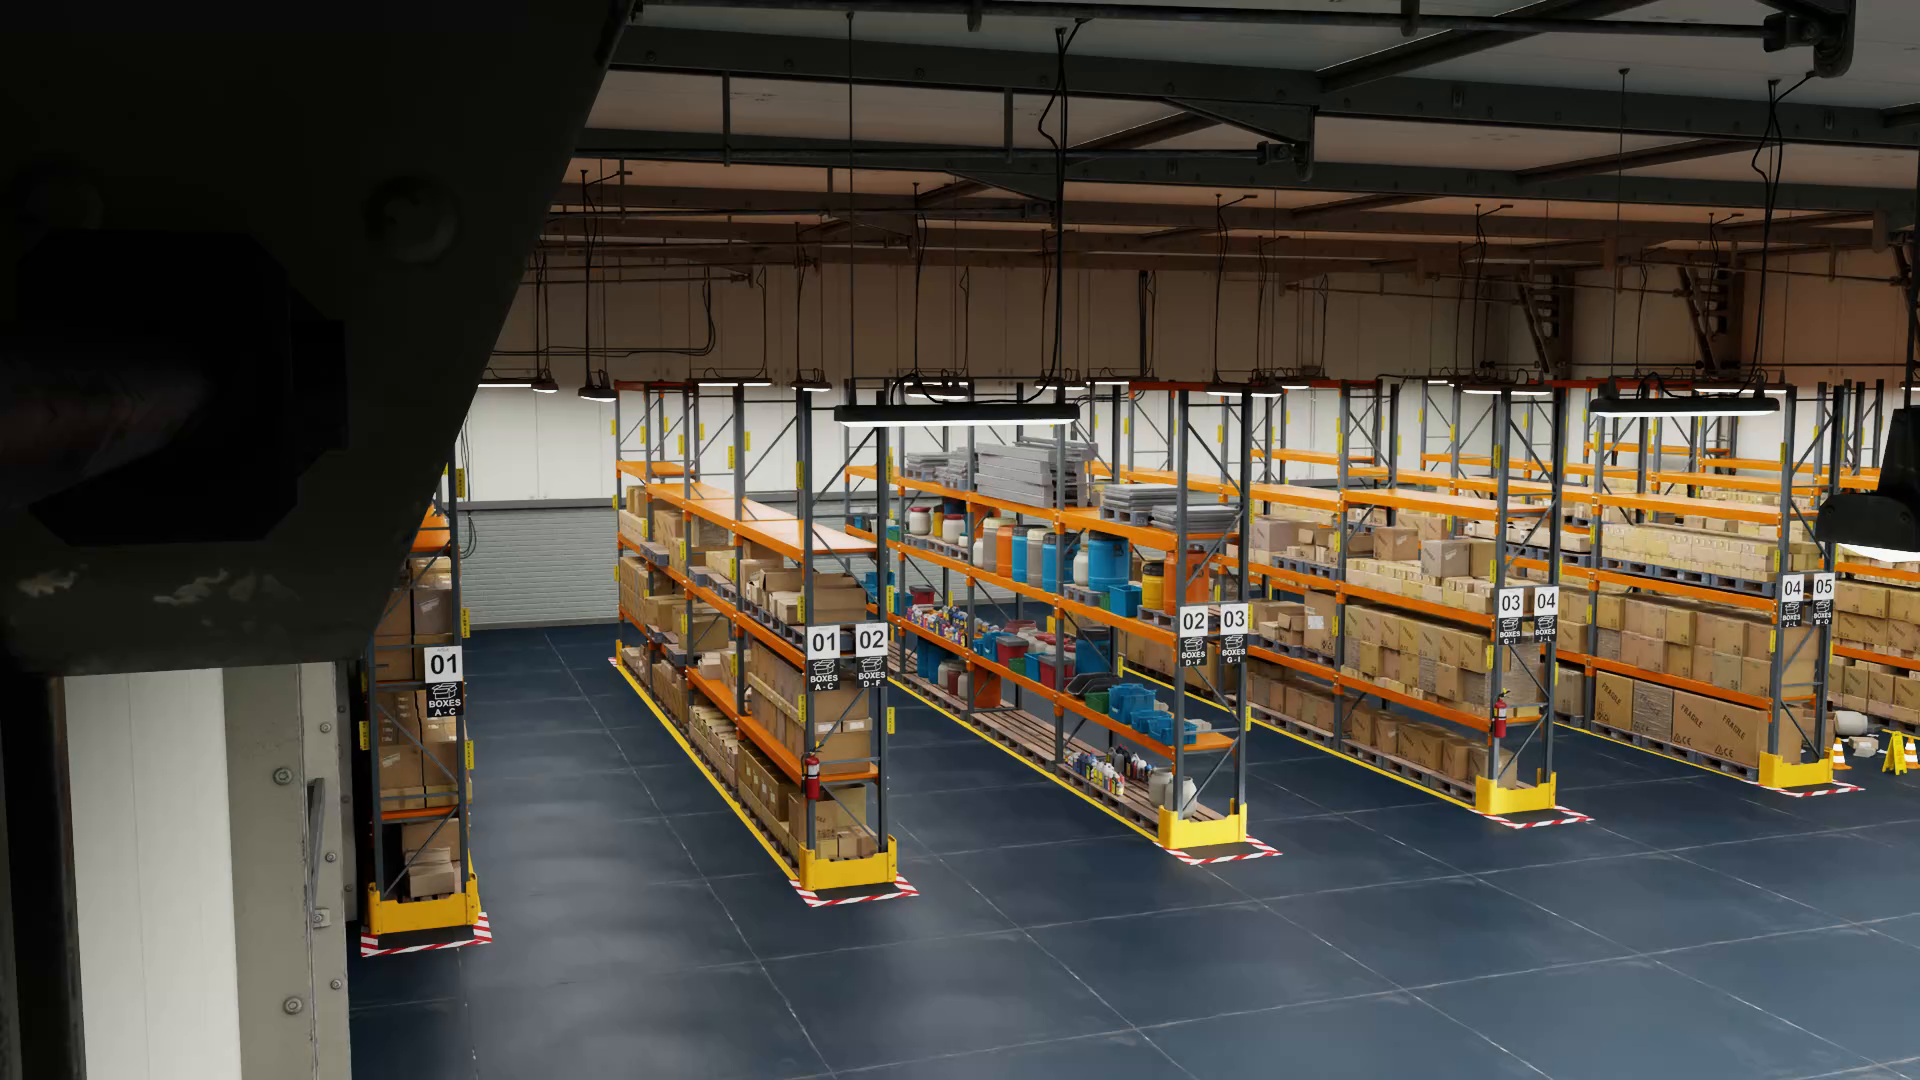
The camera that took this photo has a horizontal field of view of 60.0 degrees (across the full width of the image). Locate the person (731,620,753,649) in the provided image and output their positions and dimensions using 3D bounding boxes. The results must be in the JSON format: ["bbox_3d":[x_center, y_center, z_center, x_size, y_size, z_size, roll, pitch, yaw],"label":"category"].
[{"bbox_3d":[-4.197,1.788,32.685,0.582,1.601,1.023,-2,6,-21],"label":"person"}]

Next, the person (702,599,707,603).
[{"bbox_3d":[-5.478,1.653,36.082,1.104,1.723,0.668,6,8,43],"label":"person"}]
